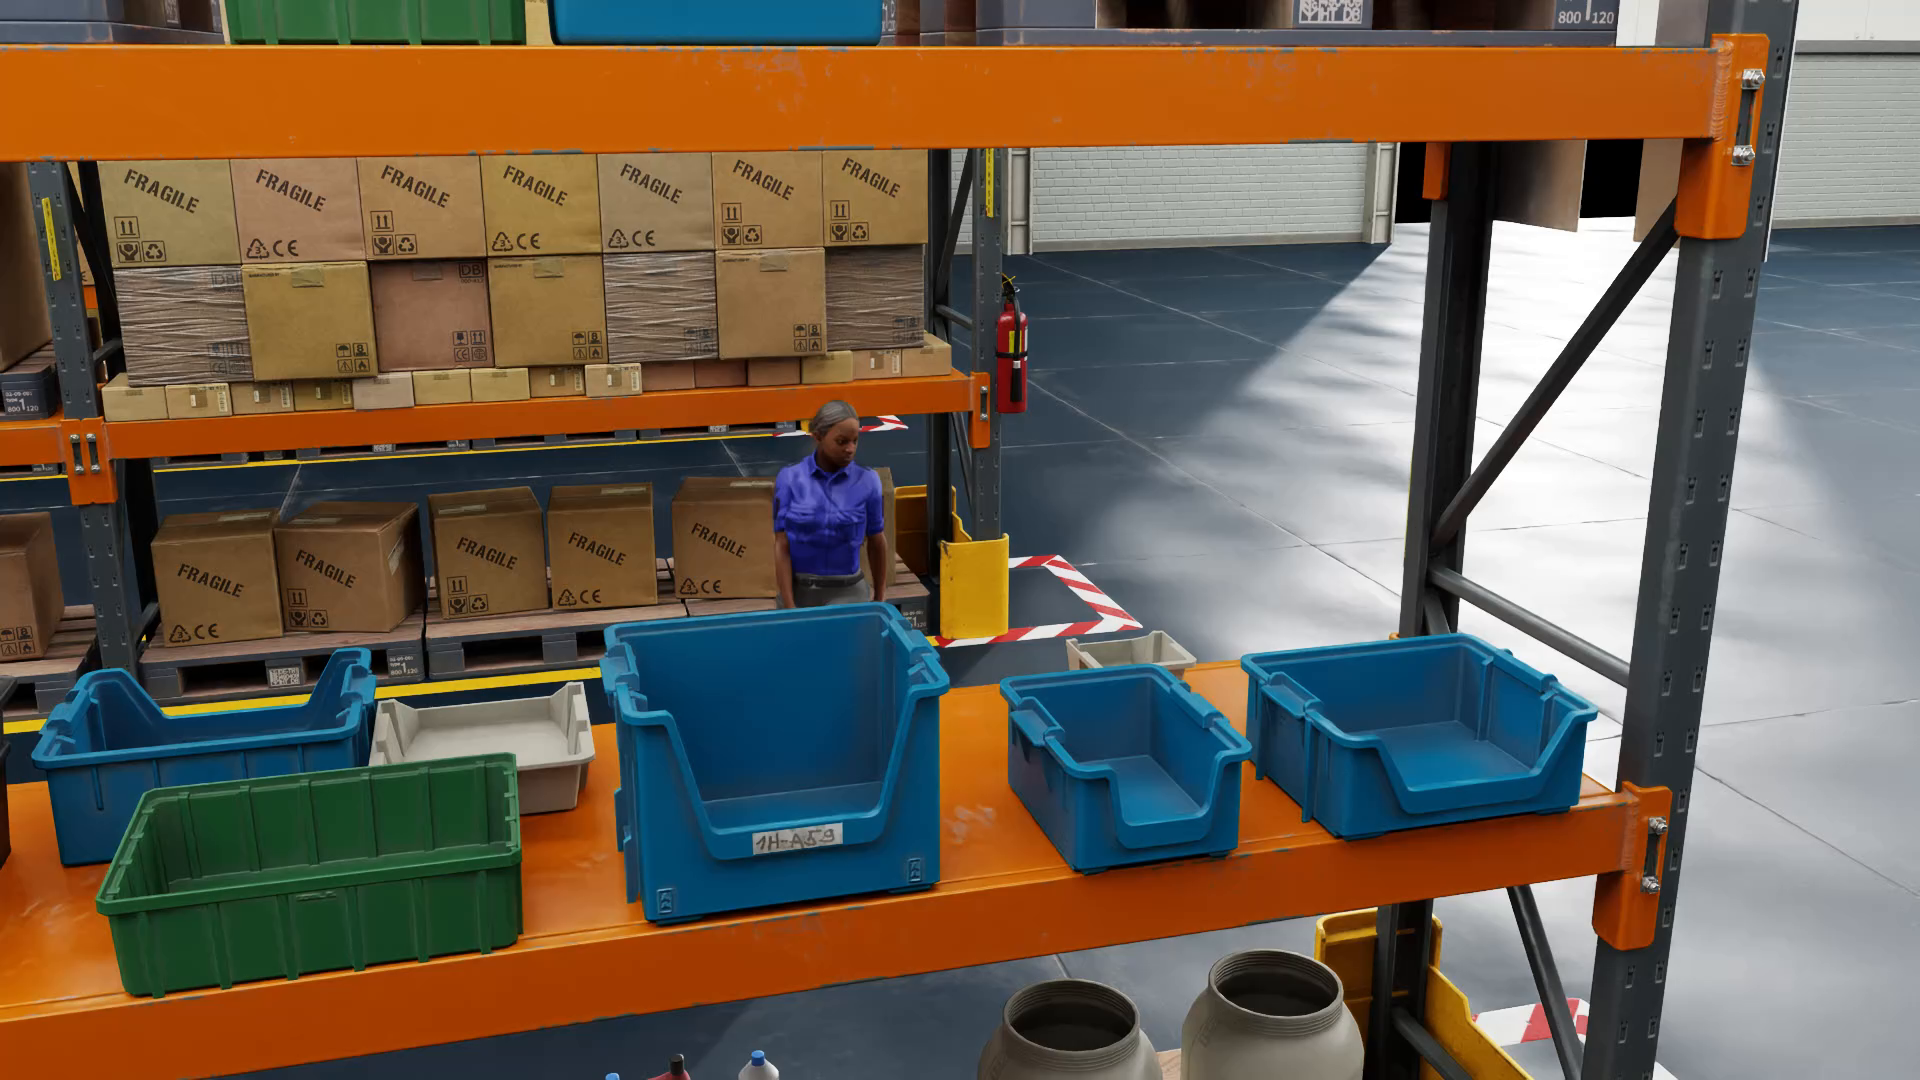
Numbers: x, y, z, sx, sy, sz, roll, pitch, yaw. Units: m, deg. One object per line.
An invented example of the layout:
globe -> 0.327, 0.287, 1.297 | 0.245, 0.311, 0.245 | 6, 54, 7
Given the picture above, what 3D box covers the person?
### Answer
person -> -0.518, 0.229, 6.415 | 0.429, 1.541, 0.958 | 1, 16, 5
